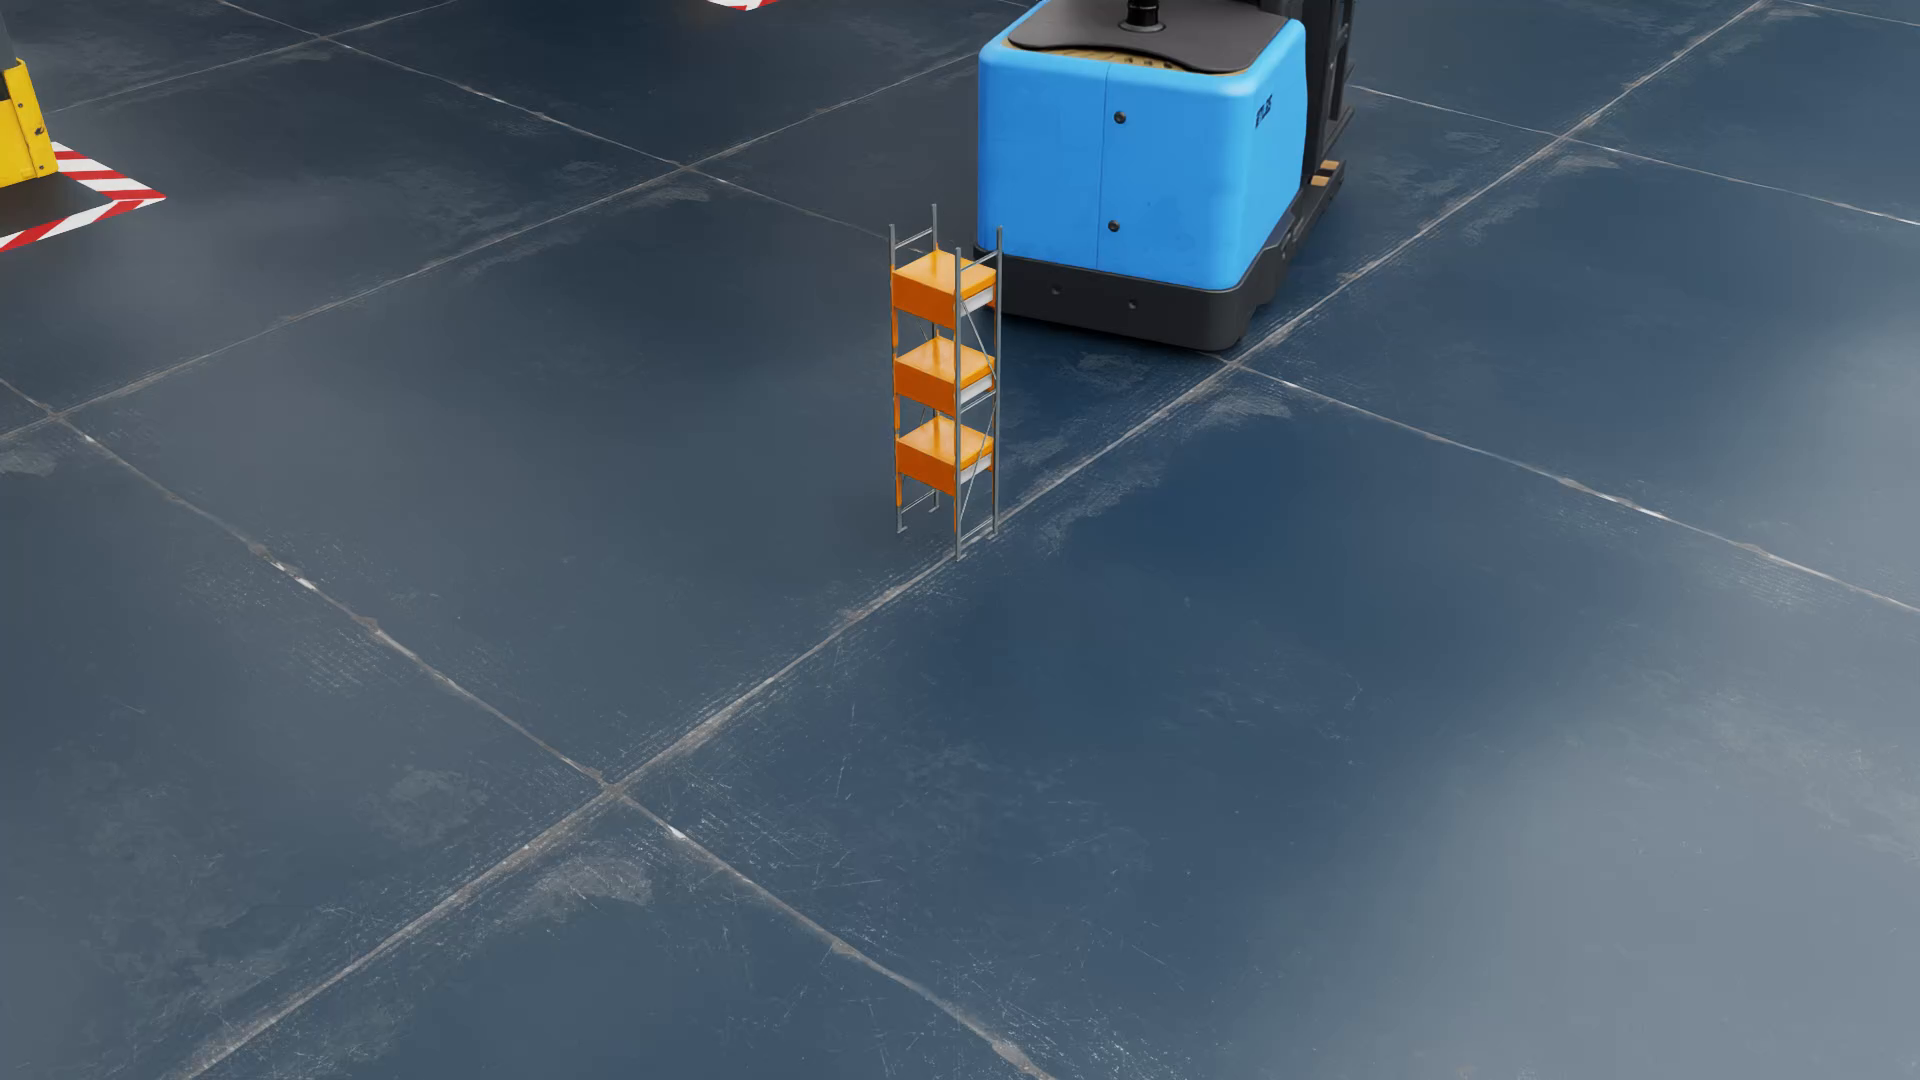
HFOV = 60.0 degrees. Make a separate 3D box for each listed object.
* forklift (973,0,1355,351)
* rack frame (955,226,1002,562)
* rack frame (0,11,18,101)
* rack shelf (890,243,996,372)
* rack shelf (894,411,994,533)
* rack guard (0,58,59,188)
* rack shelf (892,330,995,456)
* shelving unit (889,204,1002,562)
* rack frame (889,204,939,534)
[{"bbox_3d":[1.089,-2.733,6.641,1.130,2.935,3.031,13,37,19],"label":"forklift"},{"bbox_3d":[0.053,-0.408,4.917,0.008,1.050,0.200,25,42,32],"label":"rack frame"},{"bbox_3d":[-4.602,-2.766,6.629,0.127,3.000,1.000,25,42,32],"label":"rack frame"},{"bbox_3d":[-0.041,-0.677,4.826,0.240,0.259,0.215,25,42,32],"label":"rack shelf"},{"bbox_3d":[-0.041,-0.214,5.144,0.240,0.259,0.215,25,42,32],"label":"rack shelf"},{"bbox_3d":[-4.691,-1.743,7.347,0.348,0.500,1.175,25,42,32],"label":"rack guard"},{"bbox_3d":[-0.041,-0.443,4.987,0.240,0.259,0.215,25,42,32],"label":"rack shelf"},{"bbox_3d":[-0.041,-0.452,4.981,0.252,1.050,0.215,25,42,32],"label":"shelving unit"},{"bbox_3d":[-0.135,-0.496,5.045,0.008,1.050,0.200,25,42,32],"label":"rack frame"}]
